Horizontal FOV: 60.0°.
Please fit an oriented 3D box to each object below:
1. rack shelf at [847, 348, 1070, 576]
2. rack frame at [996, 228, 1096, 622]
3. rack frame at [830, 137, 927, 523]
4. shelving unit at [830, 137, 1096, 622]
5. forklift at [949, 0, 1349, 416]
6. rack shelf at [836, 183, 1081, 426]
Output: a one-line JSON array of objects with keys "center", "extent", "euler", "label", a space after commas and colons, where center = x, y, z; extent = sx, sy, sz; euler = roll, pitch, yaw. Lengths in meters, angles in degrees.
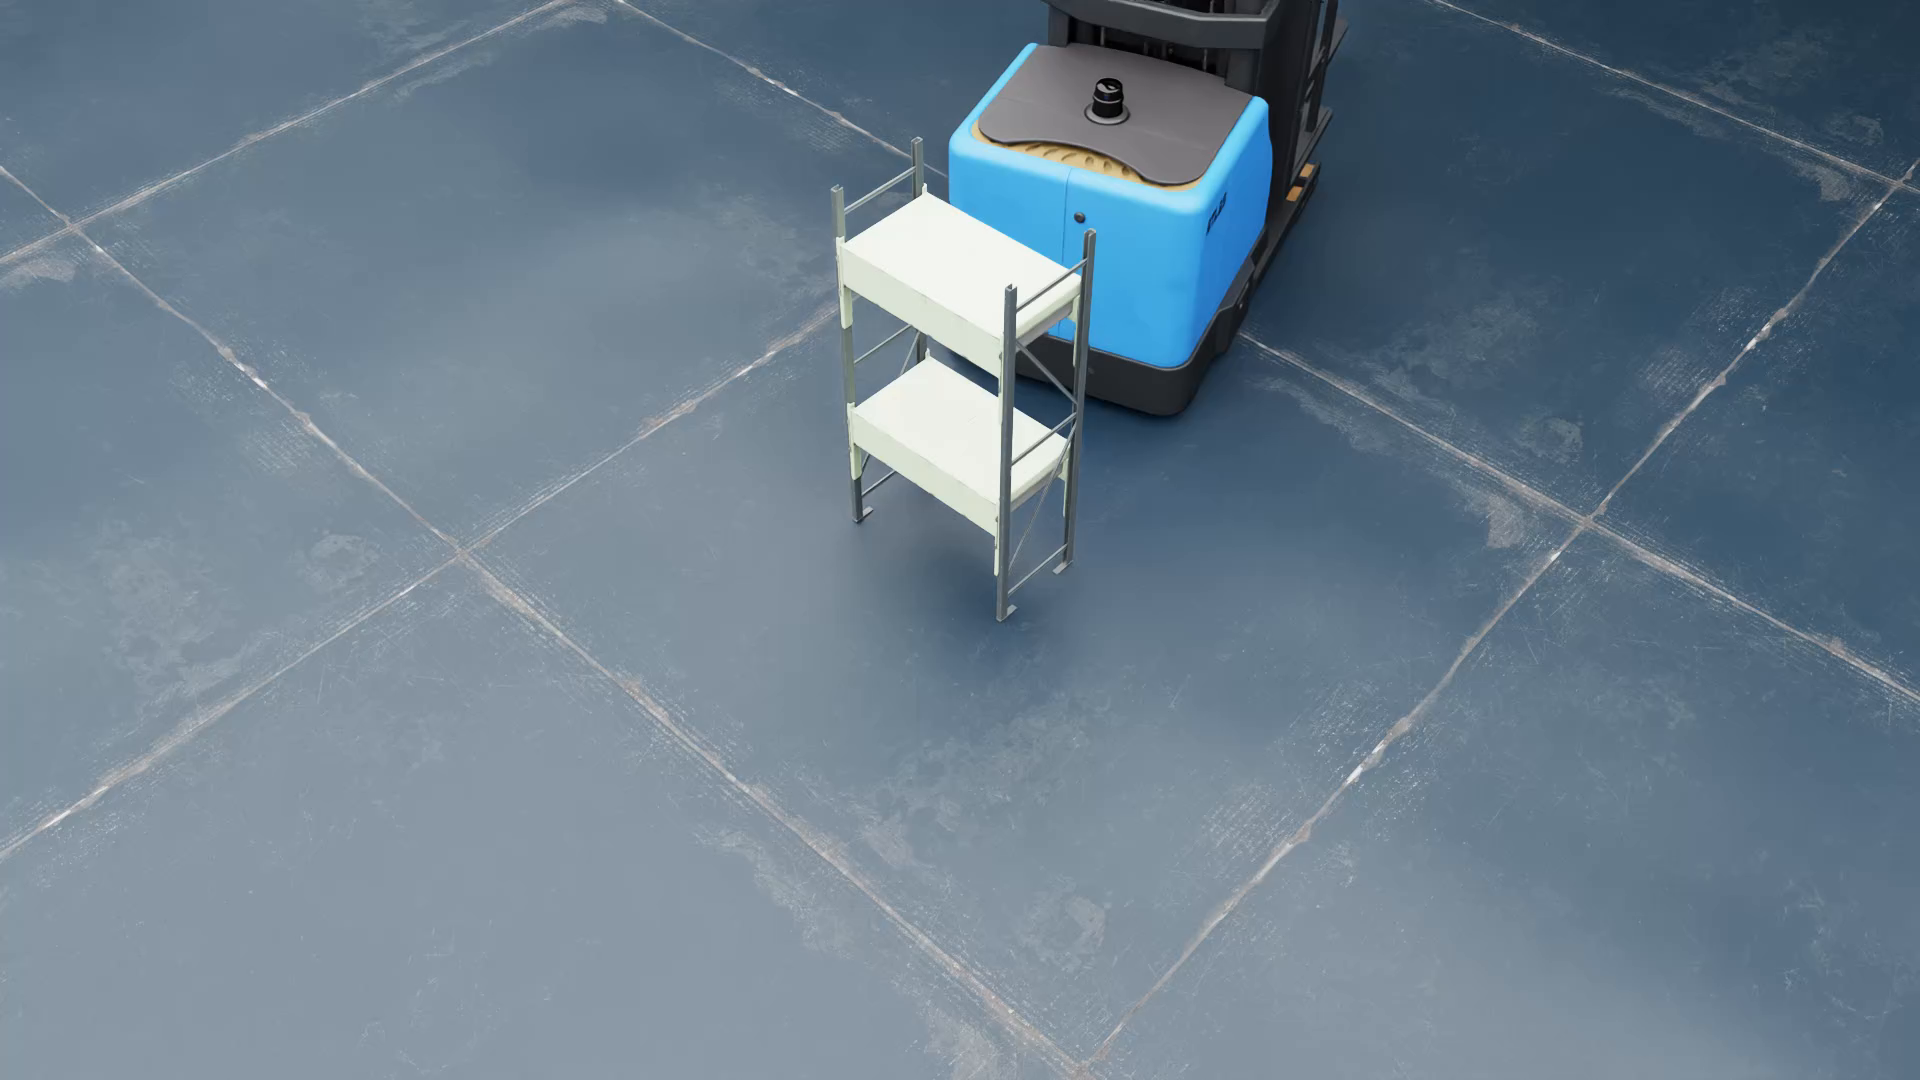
[{"center": [0.005, -0.287, 5.938], "extent": [0.720, 0.370, 0.431], "euler": [34, 55, 28], "label": "rack shelf"}, {"center": [0.274, -0.329, 5.530], "extent": [0.023, 1.500, 0.400], "euler": [34, 55, 28], "label": "rack frame"}, {"center": [-0.264, -0.691, 5.870], "extent": [0.023, 1.500, 0.400], "euler": [34, 55, 28], "label": "rack frame"}, {"center": [0.005, -0.510, 5.700], "extent": [0.755, 1.500, 0.431], "euler": [34, 55, 28], "label": "shelving unit"}, {"center": [1.021, -2.584, 6.666], "extent": [1.130, 2.935, 3.031], "euler": [19, 50, 17], "label": "forklift"}, {"center": [0.005, -0.777, 5.416], "extent": [0.720, 0.370, 0.431], "euler": [34, 55, 28], "label": "rack shelf"}]
